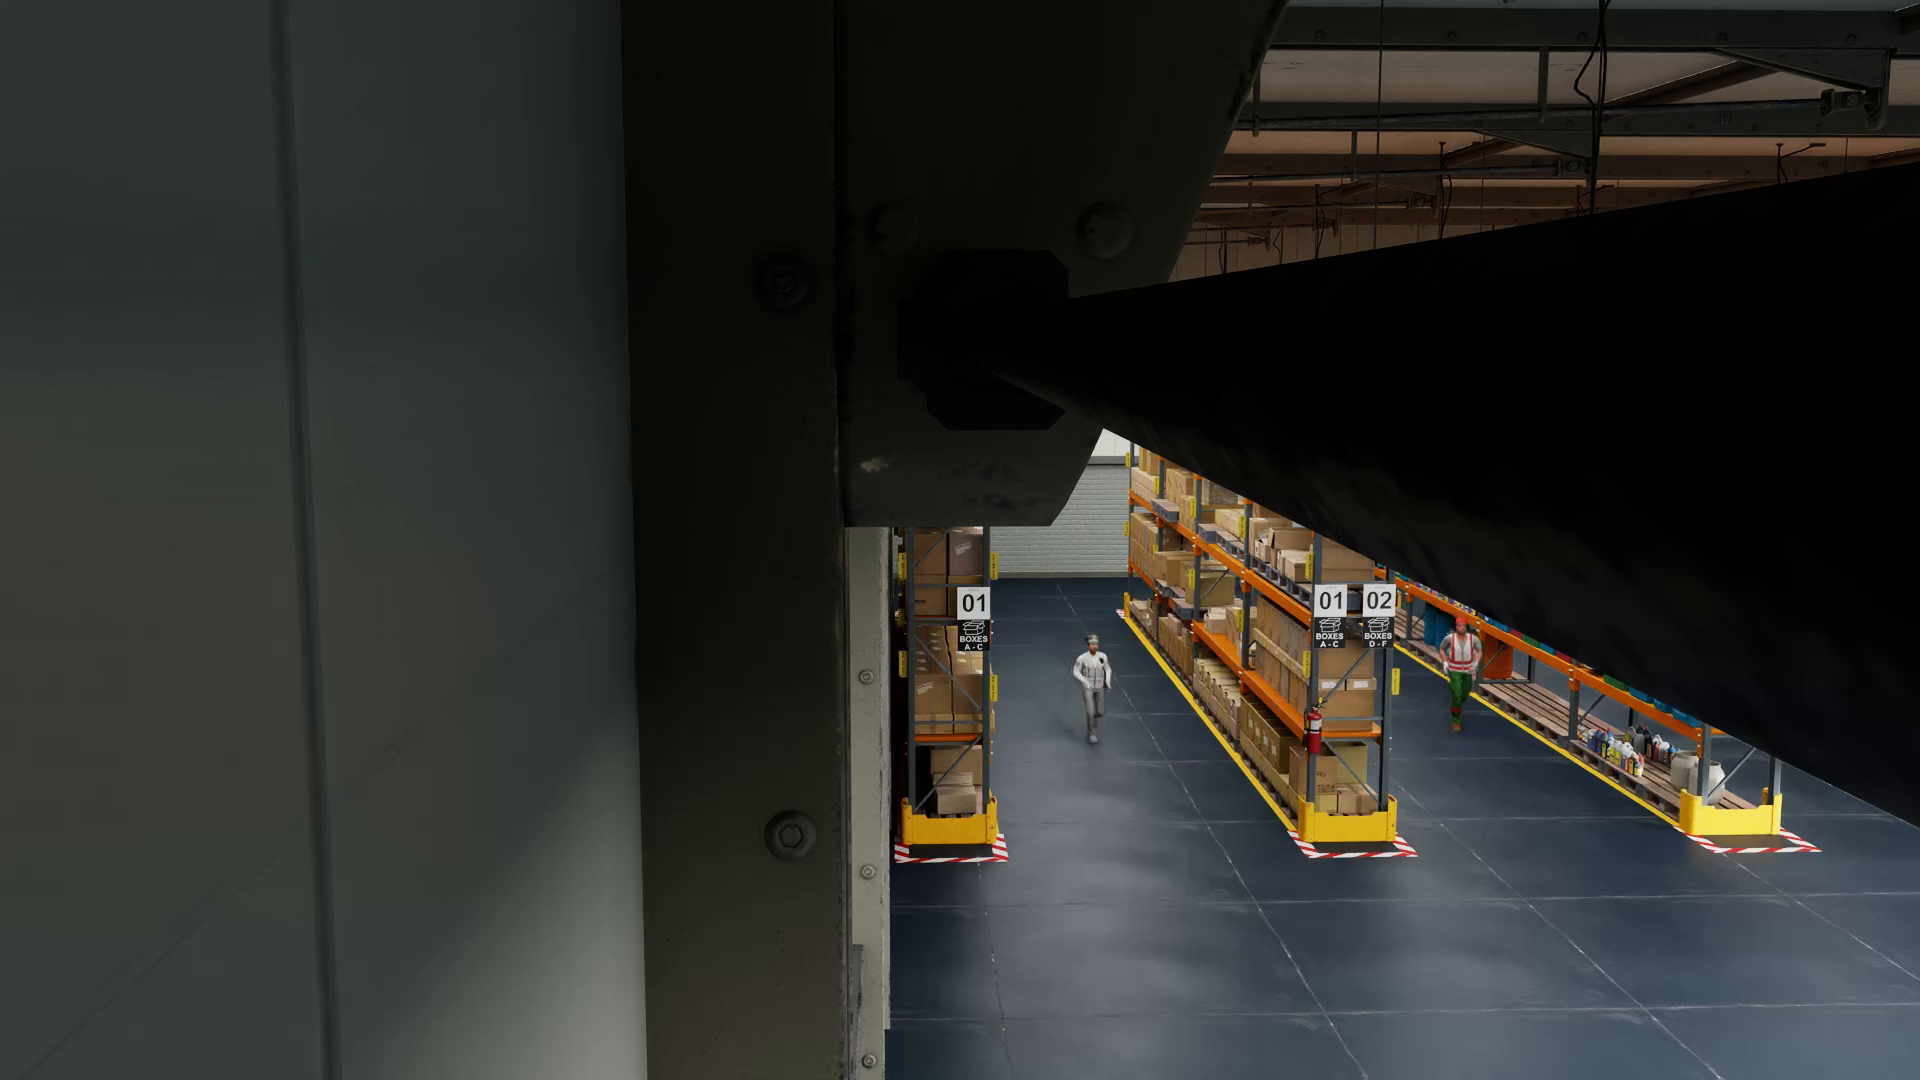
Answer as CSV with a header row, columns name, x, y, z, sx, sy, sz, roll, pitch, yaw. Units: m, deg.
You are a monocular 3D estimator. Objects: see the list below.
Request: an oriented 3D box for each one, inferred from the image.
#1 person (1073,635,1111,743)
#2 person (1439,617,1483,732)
name,x,y,z,sx,sy,sz,roll,pitch,yaw
person,2.039,2.263,25.505,0.616,1.660,0.531,-1,7,-8
person,7.931,2.092,26.364,0.660,1.808,0.803,1,7,6
